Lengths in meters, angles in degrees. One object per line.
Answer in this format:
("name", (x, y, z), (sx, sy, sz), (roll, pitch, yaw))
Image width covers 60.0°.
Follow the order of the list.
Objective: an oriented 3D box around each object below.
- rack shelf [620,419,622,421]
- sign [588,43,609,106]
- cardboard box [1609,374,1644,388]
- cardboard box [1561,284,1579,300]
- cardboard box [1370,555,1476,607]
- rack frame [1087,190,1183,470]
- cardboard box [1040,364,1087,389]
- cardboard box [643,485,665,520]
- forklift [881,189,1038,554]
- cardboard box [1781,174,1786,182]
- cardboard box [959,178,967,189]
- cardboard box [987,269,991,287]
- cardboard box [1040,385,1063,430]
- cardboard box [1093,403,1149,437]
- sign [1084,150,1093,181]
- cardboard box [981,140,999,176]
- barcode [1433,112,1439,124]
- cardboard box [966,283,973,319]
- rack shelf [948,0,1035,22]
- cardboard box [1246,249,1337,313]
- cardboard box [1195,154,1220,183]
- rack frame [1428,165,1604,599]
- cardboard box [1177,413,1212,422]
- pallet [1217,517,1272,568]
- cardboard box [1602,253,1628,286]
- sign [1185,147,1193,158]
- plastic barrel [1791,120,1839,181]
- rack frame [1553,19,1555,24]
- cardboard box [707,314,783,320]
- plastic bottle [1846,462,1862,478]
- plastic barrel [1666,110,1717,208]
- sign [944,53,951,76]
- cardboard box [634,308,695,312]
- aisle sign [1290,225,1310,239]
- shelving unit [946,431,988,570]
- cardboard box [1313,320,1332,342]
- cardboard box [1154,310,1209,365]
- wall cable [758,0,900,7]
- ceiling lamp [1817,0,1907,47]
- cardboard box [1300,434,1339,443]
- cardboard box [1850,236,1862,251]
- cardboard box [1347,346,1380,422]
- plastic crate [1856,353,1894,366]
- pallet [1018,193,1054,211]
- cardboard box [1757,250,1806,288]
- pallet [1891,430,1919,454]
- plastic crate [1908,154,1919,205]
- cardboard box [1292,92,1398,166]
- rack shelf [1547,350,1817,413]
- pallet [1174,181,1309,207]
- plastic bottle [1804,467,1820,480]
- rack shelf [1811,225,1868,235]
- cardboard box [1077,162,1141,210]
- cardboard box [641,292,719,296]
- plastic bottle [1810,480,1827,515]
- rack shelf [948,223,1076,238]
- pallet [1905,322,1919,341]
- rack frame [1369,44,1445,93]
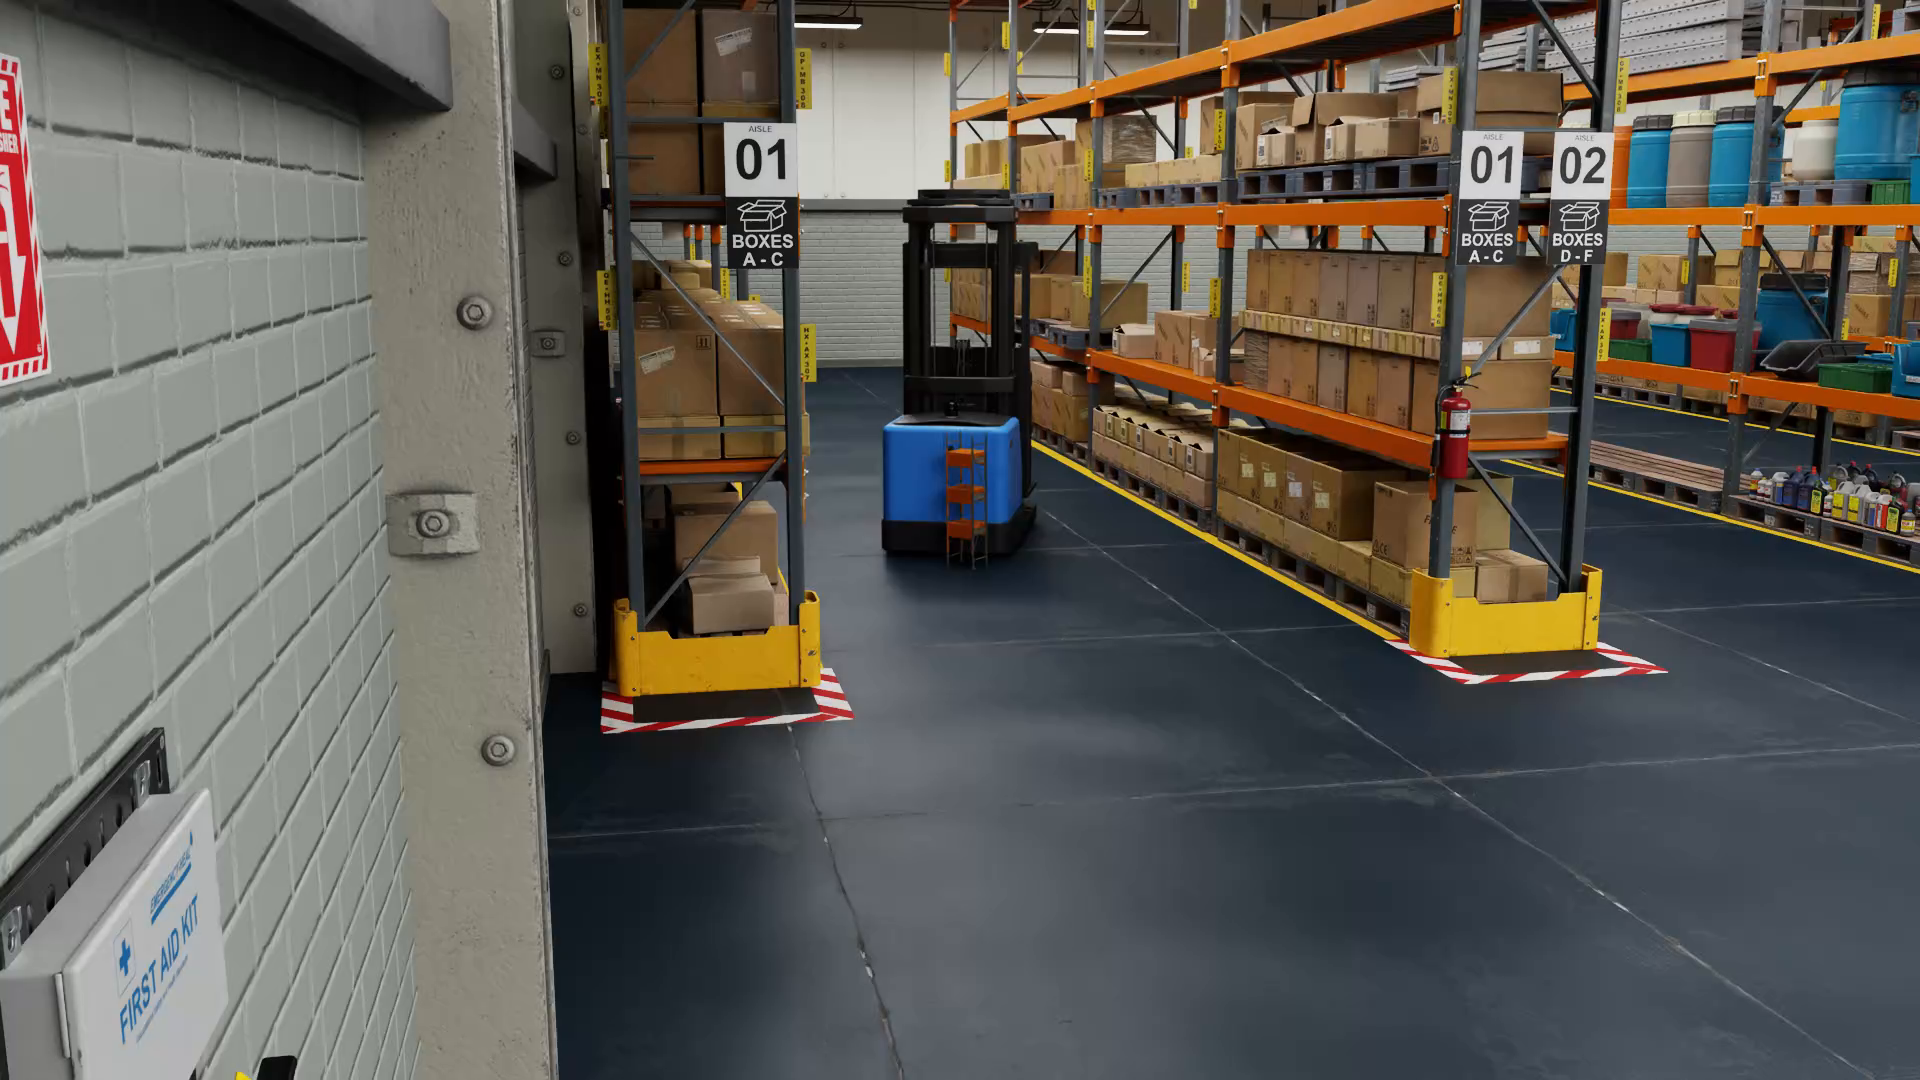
("rack shelf", (-2.566, -1.363, 15.258), (1.077, 0.370, 4.000), (-2, 11, -11))
("sign", (-1.947, -2.508, 8.959), (0.100, 0.325, 0.005), (-2, 11, -11))
("cardboard box", (10.618, -2.809, 25.490), (0.875, 0.875, 0.875), (-2, 11, -11))
("cardboard box", (10.001, -3.970, 26.639), (0.500, 0.250, 0.500), (-2, 11, -12))
("cardboard box", (3.065, 0.260, 11.037), (0.500, 0.250, 0.500), (-2, 11, -11))
("rack frame", (1.903, -2.264, 18.068), (1.000, 3.000, 0.127), (-2, 11, -11))
("cardboard box", (1.273, -1.981, 20.086), (0.500, 0.250, 0.500), (-2, 11, -12))
("cardboard box", (-2.337, -0.472, 14.162), (0.700, 0.500, 0.500), (-2, 11, -9))
("forklift", (0.092, -1.556, 14.532), (1.130, 2.935, 3.031), (2, 11, 8))
("cardboard box", (10.968, -4.789, 22.426), (0.500, 0.311, 0.500), (-3, 11, -13))
("cardboard box", (0.282, -5.181, 24.436), (0.500, 0.250, 0.500), (-2, 11, -11))
("cardboard box", (0.671, -3.715, 22.751), (0.500, 0.500, 0.500), (-2, 11, -12))
("cardboard box", (1.283, -1.606, 20.120), (0.500, 0.500, 0.500), (-3, 11, -13))
("cardboard box", (1.717, -1.288, 17.673), (0.500, 0.311, 0.500), (-2, 11, -9))
("sign", (1.371, -3.972, 17.638), (0.100, 0.325, 0.005), (-2, 11, -11))
("cardboard box", (0.685, -5.374, 23.443), (0.700, 0.500, 0.500), (-2, 11, -11))
("barcode", (2.927, -2.593, 10.223), (0.001, 0.075, 0.075), (-2, 11, -11))
("cardboard box", (0.375, -3.503, 24.309), (0.500, 0.500, 0.500), (-2, 11, -11))
("rack shelf", (0.736, -7.591, 23.045), (1.077, 0.370, 4.000), (-2, 11, -11))
("cardboard box", (2.774, -2.135, 13.657), (0.700, 0.500, 0.500), (-2, 11, -11))
("cardboard box", (2.461, -3.350, 15.032), (0.500, 0.250, 0.500), (-3, 11, -17))
("rack frame", (3.459, -0.797, 10.359), (1.000, 3.000, 0.127), (-2, 11, -11))
("cardboard box", (2.450, -1.120, 16.789), (0.500, 0.311, 0.500), (-2, 11, -11))
("pallet", (2.795, -0.013, 13.700), (1.003, 0.211, 1.213), (-2, 11, -11))
("cardboard box", (10.098, -4.247, 26.088), (0.500, 0.500, 0.500), (-2, 11, -13))
("sign", (2.449, -4.049, 17.830), (0.100, 0.325, 0.005), (-2, 11, -11))
("plastic barrel", (7.432, -3.358, 14.374), (0.421, 0.512, 0.421), (0, 11, 0))
("rack frame", (10.065, -7.038, 27.105), (1.000, 3.000, 0.127), (-2, 11, -11))
("cardboard box", (-1.378, -1.205, 10.846), (0.500, 0.500, 0.500), (-2, 11, -13))
("plastic bottle", (7.949, -0.517, 14.798), (0.144, 0.351, 0.185), (-2, 11, -13))
("plastic barrel", (7.102, -3.635, 15.908), (0.600, 0.901, 0.600), (0, 11, 0))
("sign", (-0.185, -7.156, 25.018), (0.100, 0.325, 0.005), (-2, 11, -11))
("cardboard box", (-2.102, -1.374, 11.732), (0.500, 0.500, 0.500), (-2, 11, -9))
("aisle sign", (5.480, -5.211, 26.602), (0.394, 0.787, 0.004), (-2, 11, -11))
("shelving unit", (0.052, -0.314, 13.021), (0.252, 1.050, 0.215), (8, 15, 35))
("cardboard box", (2.848, -1.558, 12.356), (0.380, 0.149, 0.250), (-2, 11, -11))
("cardboard box", (2.246, -2.006, 16.445), (0.500, 0.500, 0.500), (-3, 11, -14))
("wall cable", (-2.607, -8.602, 30.119), (3.097, 2.526, 0.112), (-2, 11, -11))
("ceiling lamp", (16.886, -10.670, 30.576), (2.000, 3.185, 0.800), (-2, 11, -11))
("cardboard box", (3.072, -0.585, 13.472), (0.500, 0.500, 0.500), (-2, 11, -11))
("cardboard box", (14.881, -4.755, 27.417), (0.500, 0.500, 0.500), (-2, 11, -9))
("cardboard box", (3.183, -1.119, 11.787), (0.700, 0.500, 0.500), (-2, 11, -11))
("plastic crate", (8.022, -1.443, 14.156), (0.499, 0.251, 0.616), (-2, 11, -11))
("pallet", (1.388, -4.066, 20.019), (1.213, 0.211, 1.003), (-2, 11, -11))
("cardboard box", (11.098, -3.656, 22.431), (0.797, 0.503, 0.637), (-2, 11, -10))
("pallet", (11.772, -1.110, 19.465), (1.003, 0.211, 1.213), (-2, 11, -11))
("plastic crate", (7.653, -2.781, 12.803), (0.392, 0.384, 0.575), (-2, 11, -11))
("cardboard box", (2.878, -3.023, 12.260), (0.797, 0.503, 0.637), (-1, 11, -5))
("rack shelf", (7.152, -1.723, 17.151), (1.077, 0.370, 4.000), (-2, 11, -11))
("pallet", (2.497, -3.071, 14.799), (0.805, 0.209, 1.217), (-3, 11, -13))
("plastic bottle", (7.432, -0.467, 14.534), (0.144, 0.351, 0.185), (-2, 11, -11))
("rack shelf", (15.339, -5.006, 26.376), (1.077, 0.370, 4.000), (-2, 11, -11))
("cardboard box", (1.785, -3.865, 18.192), (0.910, 0.500, 0.500), (-2, 11, -11))
("cardboard box", (-2.590, -2.035, 15.420), (0.700, 0.500, 0.500), (-2, 11, -11))
("plastic bottle", (7.319, -0.362, 14.163), (0.061, 0.283, 0.133), (-2, 11, -8))
("rack shelf", (0.736, -4.484, 23.637), (1.077, 0.370, 4.000), (-2, 11, -11))
("pallet", (11.864, -2.402, 19.309), (1.213, 0.211, 1.003), (-2, 11, -11))
("rack frame", (5.985, -6.124, 22.304), (1.000, 3.000, 0.127), (-2, 11, -11))
